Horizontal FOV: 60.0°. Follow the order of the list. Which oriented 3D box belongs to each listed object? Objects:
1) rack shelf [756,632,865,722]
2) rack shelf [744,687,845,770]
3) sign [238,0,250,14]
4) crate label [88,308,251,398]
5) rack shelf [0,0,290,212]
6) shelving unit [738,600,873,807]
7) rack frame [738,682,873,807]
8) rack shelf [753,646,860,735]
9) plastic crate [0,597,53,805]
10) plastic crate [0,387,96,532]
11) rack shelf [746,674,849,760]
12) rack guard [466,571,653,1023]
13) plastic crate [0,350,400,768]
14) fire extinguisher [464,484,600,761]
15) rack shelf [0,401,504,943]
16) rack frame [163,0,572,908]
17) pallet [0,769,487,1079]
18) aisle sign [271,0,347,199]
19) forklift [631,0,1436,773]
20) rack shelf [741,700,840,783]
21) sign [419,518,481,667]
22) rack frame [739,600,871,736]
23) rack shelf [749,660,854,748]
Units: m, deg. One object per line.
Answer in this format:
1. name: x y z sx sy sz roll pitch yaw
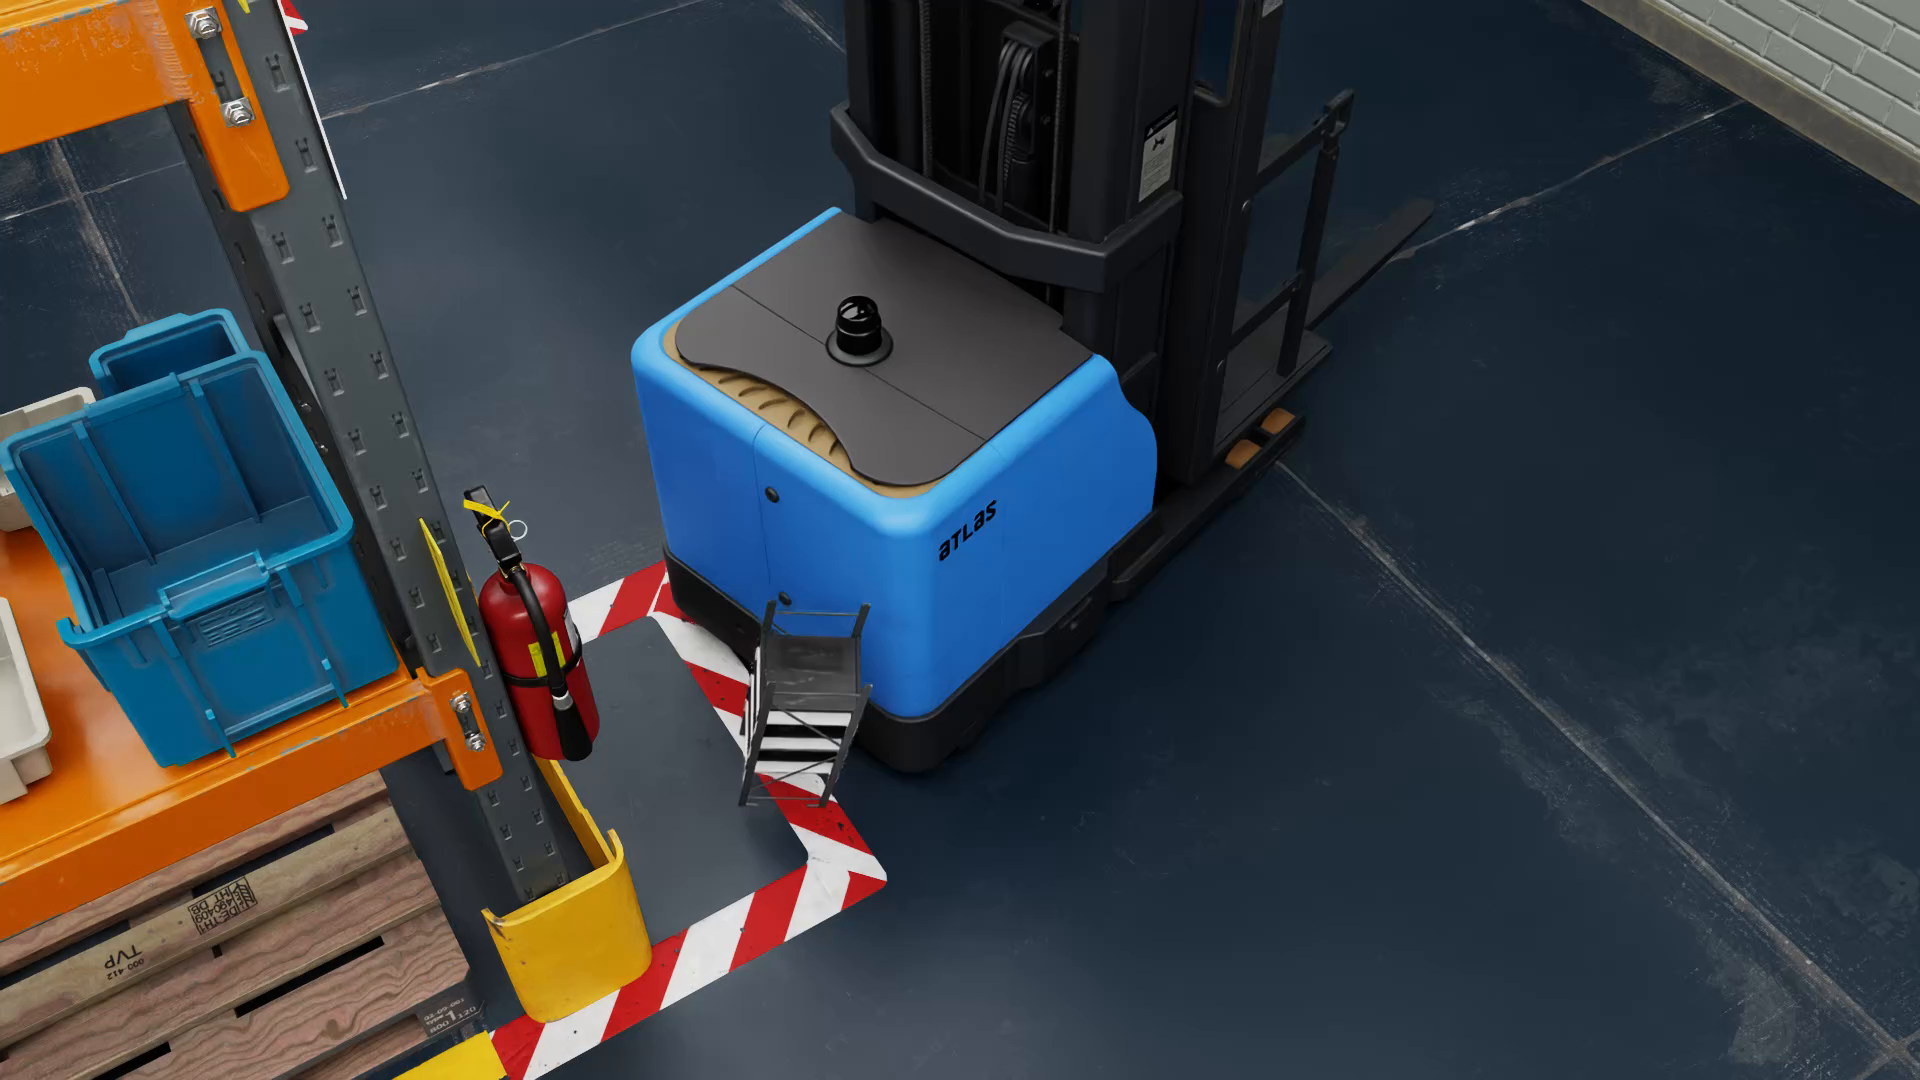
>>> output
1. rack shelf: -0.363 0.332 4.011 0.258 0.077 0.200 3 63 -11
2. rack shelf: -0.431 0.493 4.326 0.258 0.077 0.200 3 63 -11
3. sign: -0.932 -0.808 2.023 0.005 0.325 0.100 -25 53 -21
4. crate label: -1.623 -0.260 3.545 0.303 0.233 0.416 -25 53 -21
5. rack shelf: -2.930 -0.148 1.846 4.000 0.370 1.077 -25 53 -21
6. shelving unit: -0.408 0.438 4.218 0.258 0.900 0.210 3 63 -11
7. rack frame: -0.403 0.529 4.173 0.240 0.900 0.006 3 63 -11
8. rack shelf: -0.380 0.373 4.090 0.258 0.077 0.200 3 63 -11
9. plastic crate: -1.832 0.320 3.092 0.243 0.136 0.396 -25 53 -21
10. plastic crate: -1.939 -0.153 3.514 0.298 0.136 0.250 -25 53 -21
11. rack shelf: -0.414 0.453 4.248 0.258 0.077 0.200 3 63 -11
12. rack guard: -1.225 0.627 4.357 0.348 0.500 1.175 -25 53 -21
13. plastic crate: -1.422 0.033 3.148 0.499 0.435 0.616 -25 53 -21
14. fire extinguisher: -0.869 0.190 3.374 0.183 0.674 0.296 -25 53 -21
15. rack shelf: -2.930 0.850 2.967 4.000 0.370 1.077 -25 53 -21
16. rack frame: -1.239 -0.187 3.408 0.127 3.000 1.000 -25 53 -21
17. pallet: -1.957 1.045 4.178 1.213 0.211 1.003 -25 53 -21
18. aisle sign: -1.022 -0.895 2.298 0.004 0.787 0.394 -25 53 -21
19. forklift: 0.481 -1.361 4.499 1.130 2.935 3.031 33 56 26
20. rack shelf: -0.448 0.533 4.405 0.258 0.077 0.200 3 63 -11
21. sign: -0.932 0.100 3.043 0.005 0.325 0.100 -25 53 -21
22. rack frame: -0.412 0.347 4.264 0.240 0.900 0.006 3 63 -11
23. rack shelf: -0.397 0.413 4.169 0.258 0.077 0.200 3 63 -11
